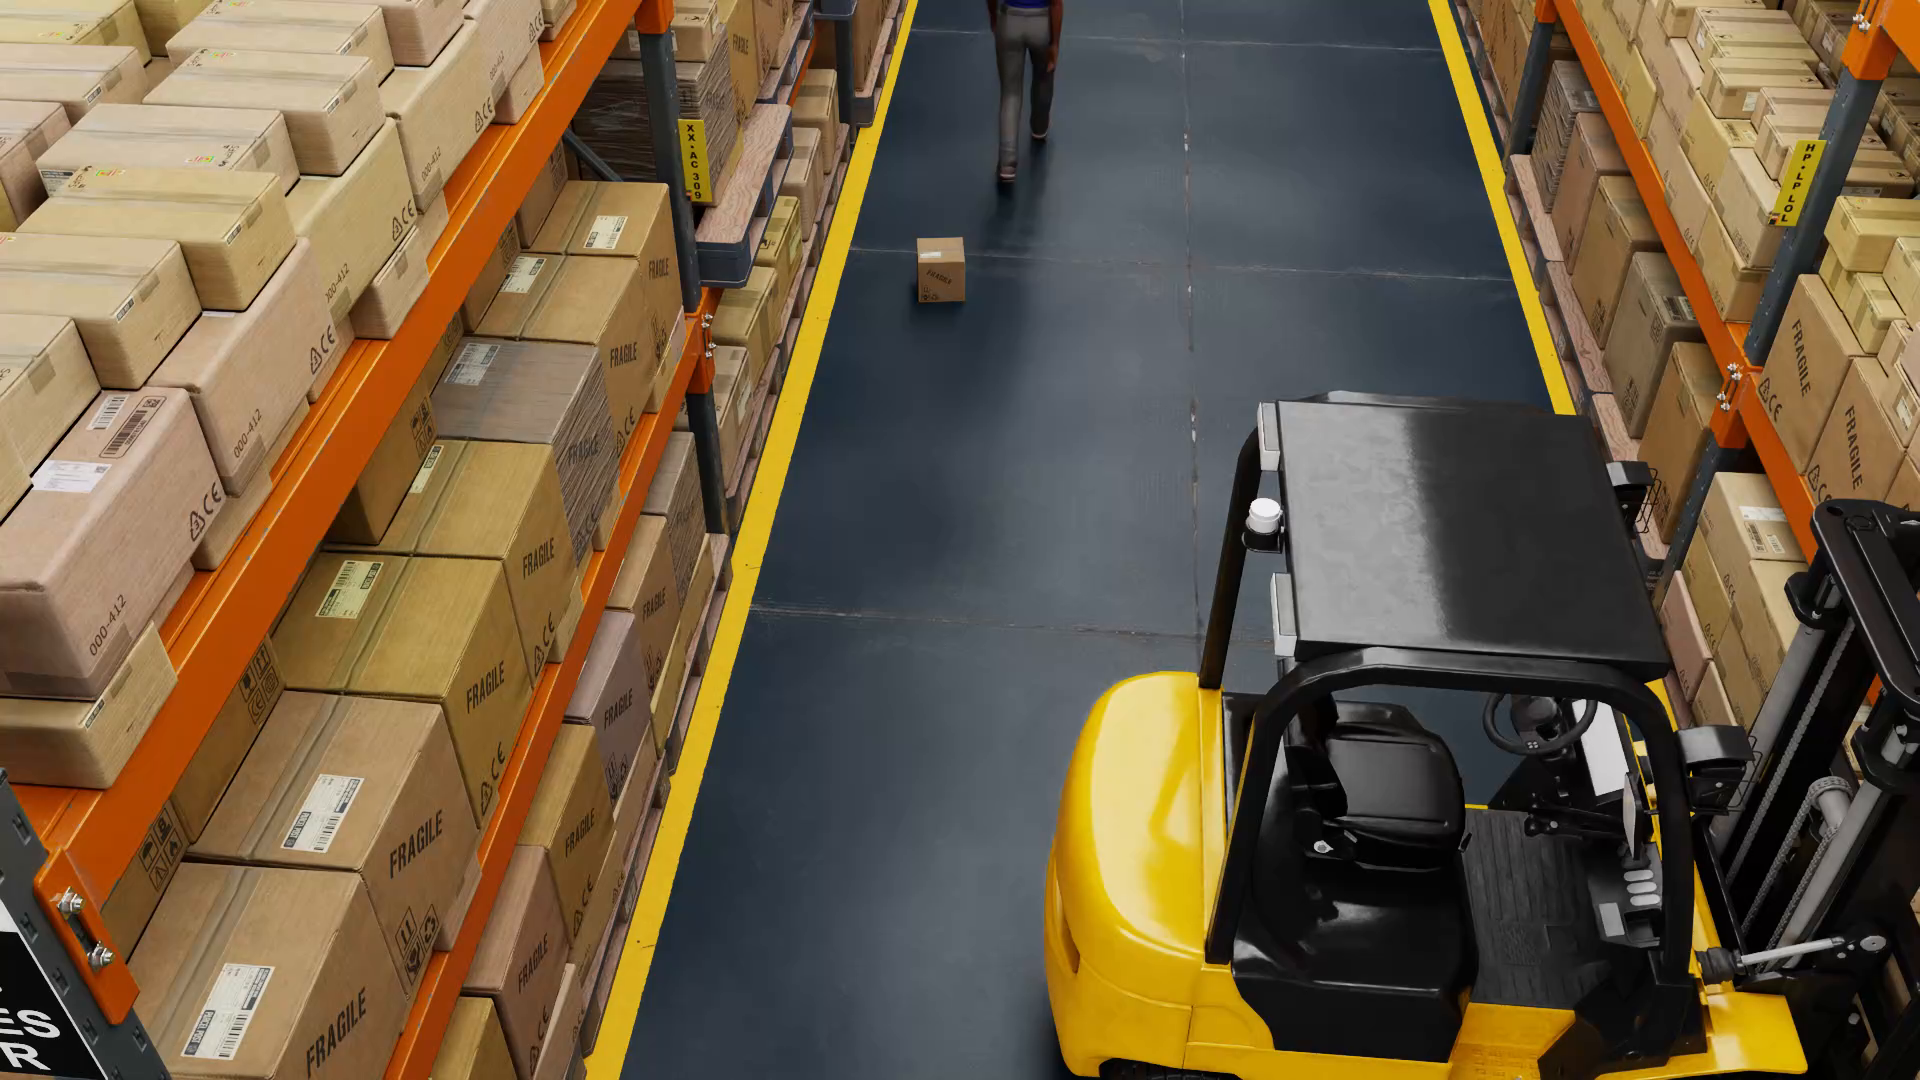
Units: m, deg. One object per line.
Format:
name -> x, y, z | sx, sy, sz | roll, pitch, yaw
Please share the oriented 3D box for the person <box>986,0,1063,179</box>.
person -> 0.373, -2.974, 9.664 | 0.457, 1.600, 0.989 | 4, 40, 5
